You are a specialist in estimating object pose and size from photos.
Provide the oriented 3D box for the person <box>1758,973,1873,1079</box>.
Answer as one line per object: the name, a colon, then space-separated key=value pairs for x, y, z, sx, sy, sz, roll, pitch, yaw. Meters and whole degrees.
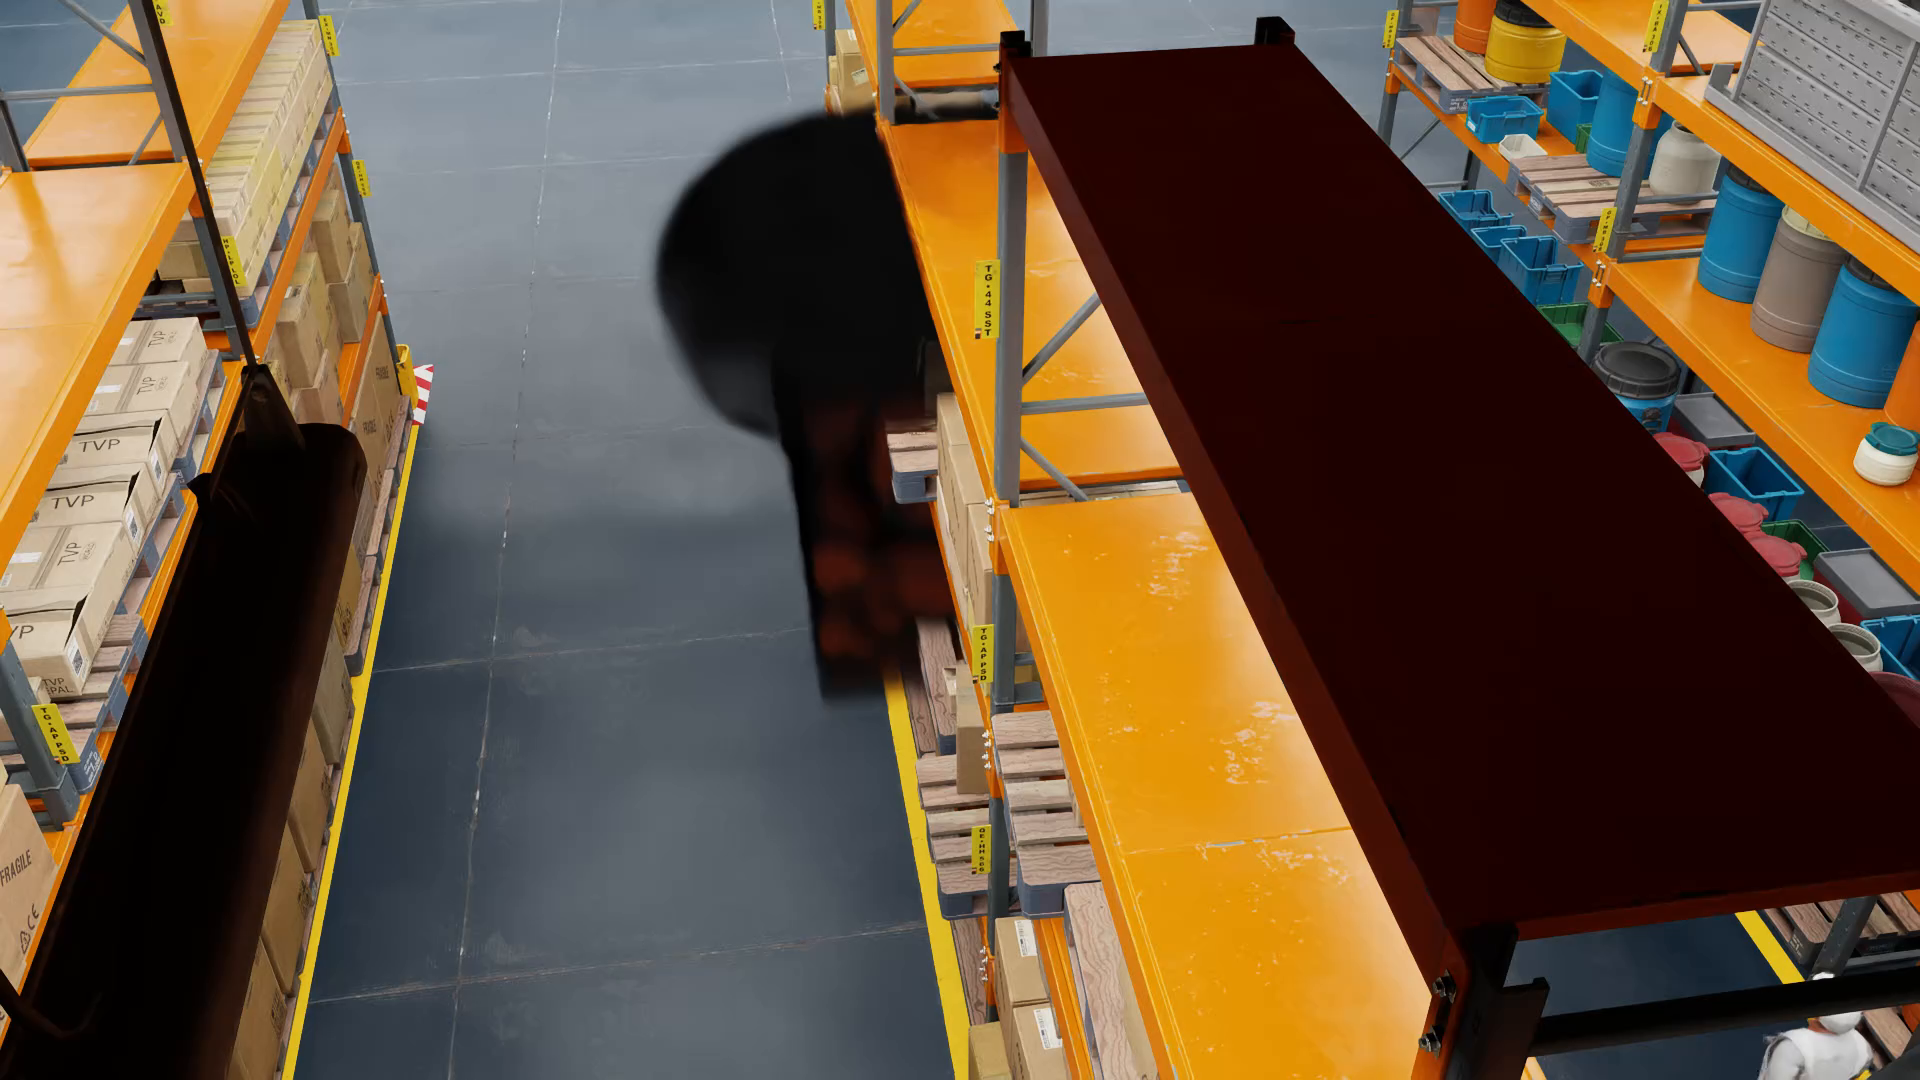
person: x=4.035 y=2.785 z=8.198 sx=0.677 sy=1.735 sz=0.659 roll=-5 pitch=37 yaw=-6
